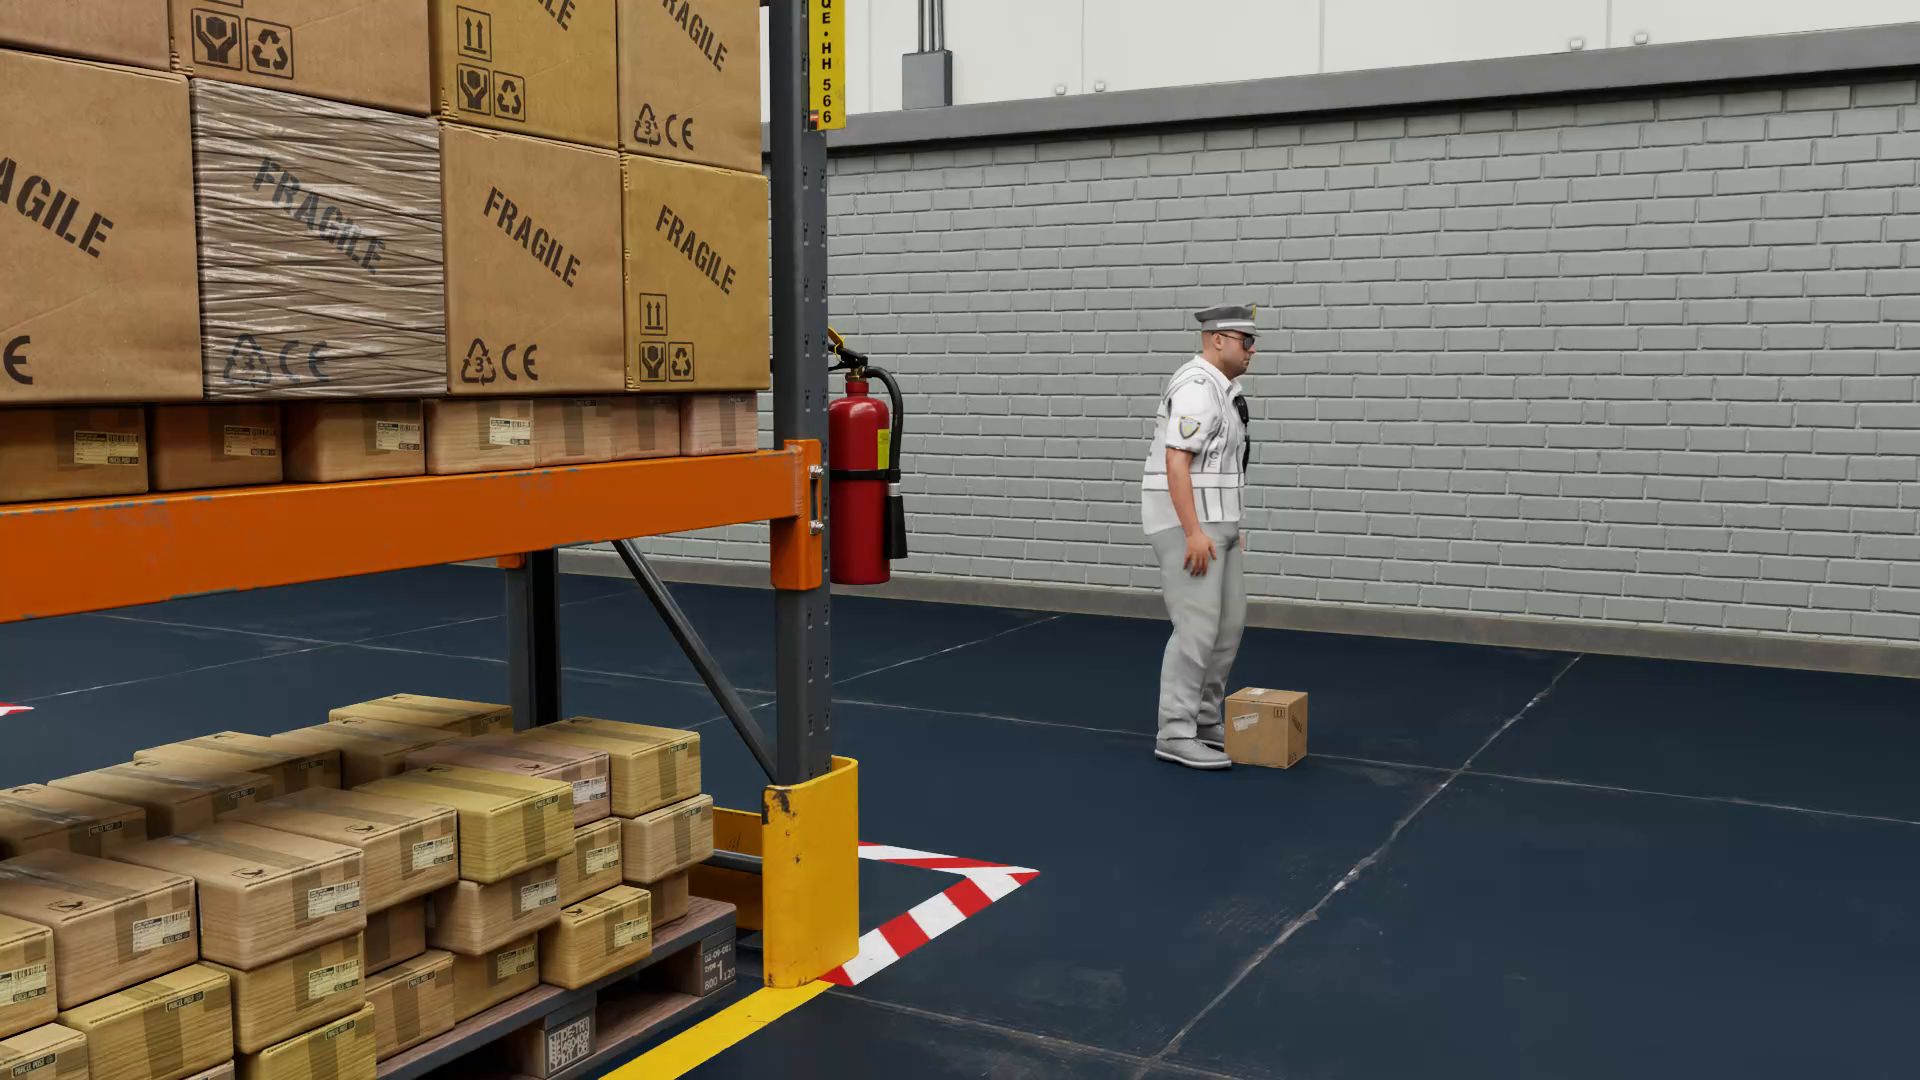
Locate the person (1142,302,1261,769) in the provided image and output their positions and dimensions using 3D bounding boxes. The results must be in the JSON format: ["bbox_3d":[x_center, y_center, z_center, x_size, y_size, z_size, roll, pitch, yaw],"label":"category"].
[{"bbox_3d":[0.940,-0.040,6.464,0.435,1.750,0.606,3,7,25],"label":"person"}]
